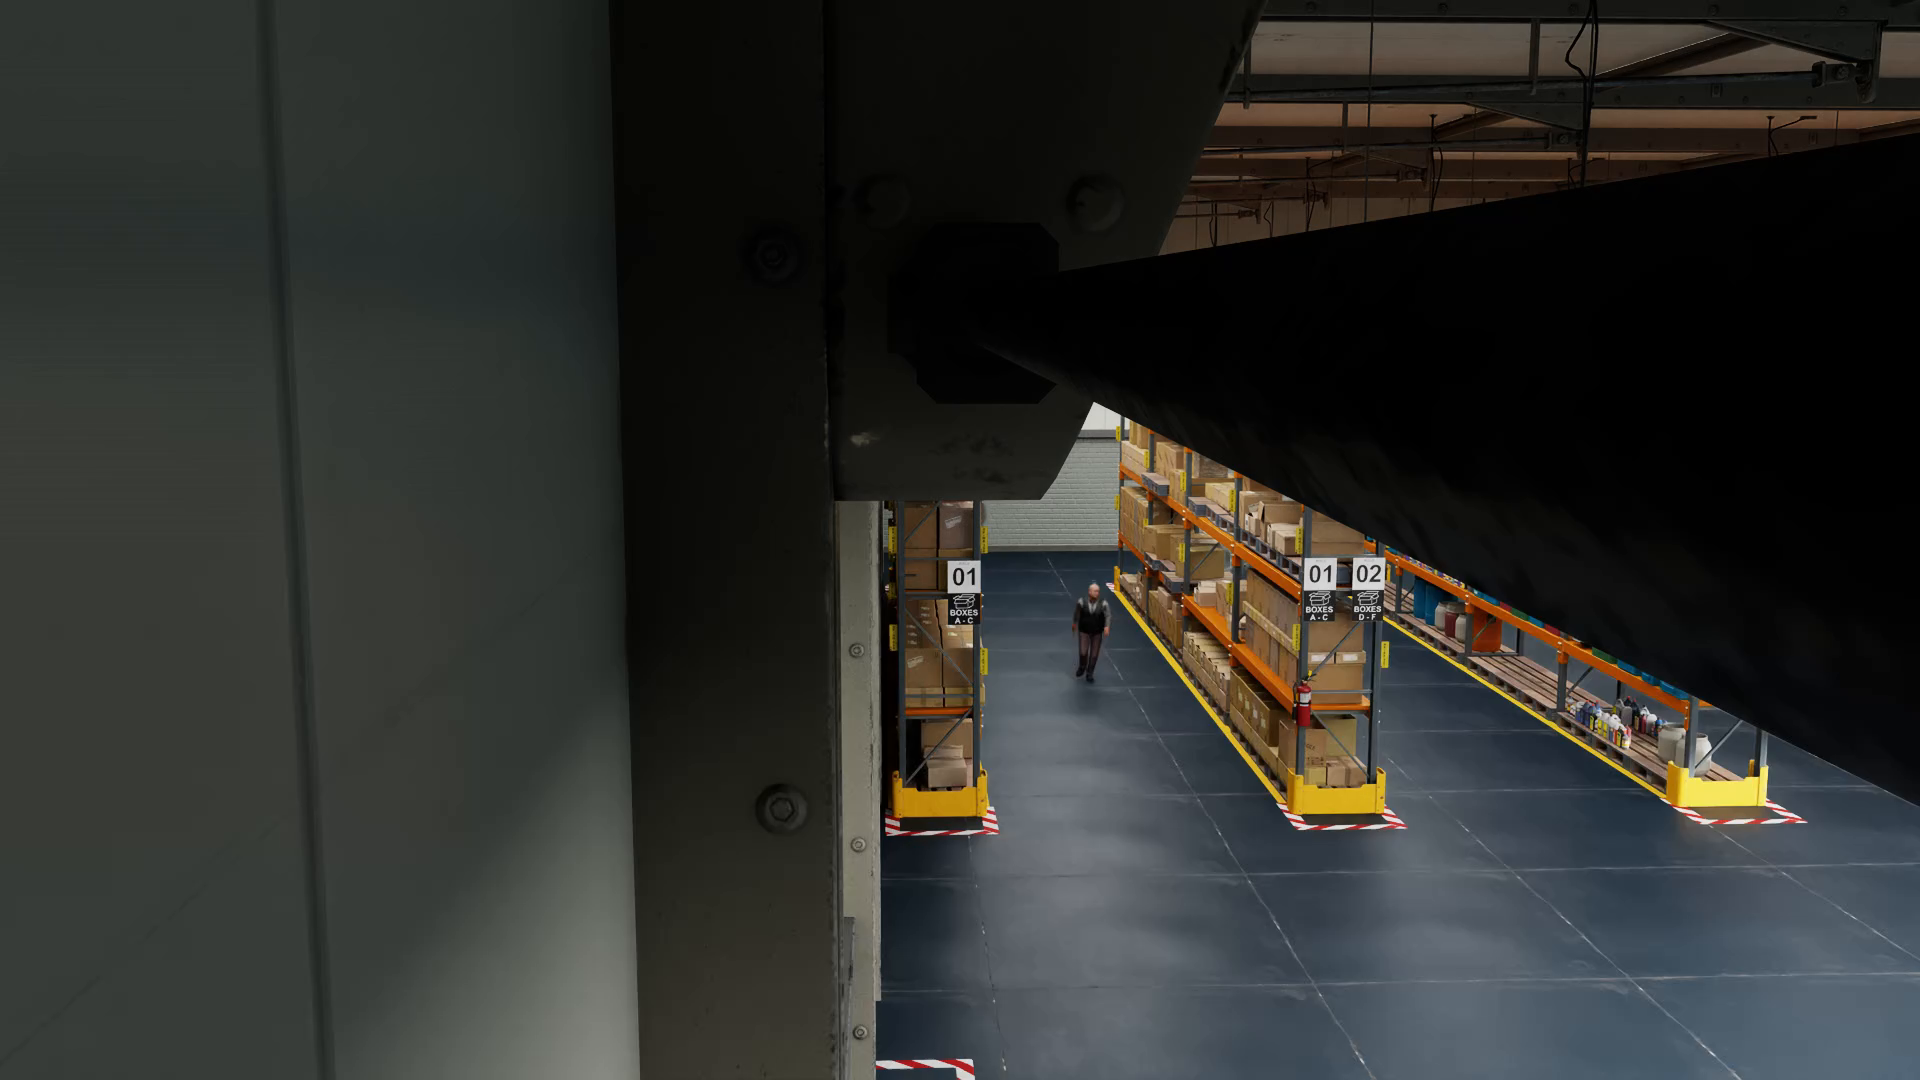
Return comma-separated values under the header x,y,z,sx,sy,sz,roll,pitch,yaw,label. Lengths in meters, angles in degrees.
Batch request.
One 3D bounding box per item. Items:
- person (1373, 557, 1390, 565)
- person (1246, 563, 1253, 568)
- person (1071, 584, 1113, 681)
x,y,z,sx,sy,sz,roll,pitch,yaw,label
10.319,-0.169,39.657,0.966,1.660,0.674,4,9,25,person
7.032,-0.024,38.493,0.673,1.720,0.786,5,10,33,person
2.189,1.544,27.546,0.660,1.676,0.783,0,8,1,person
